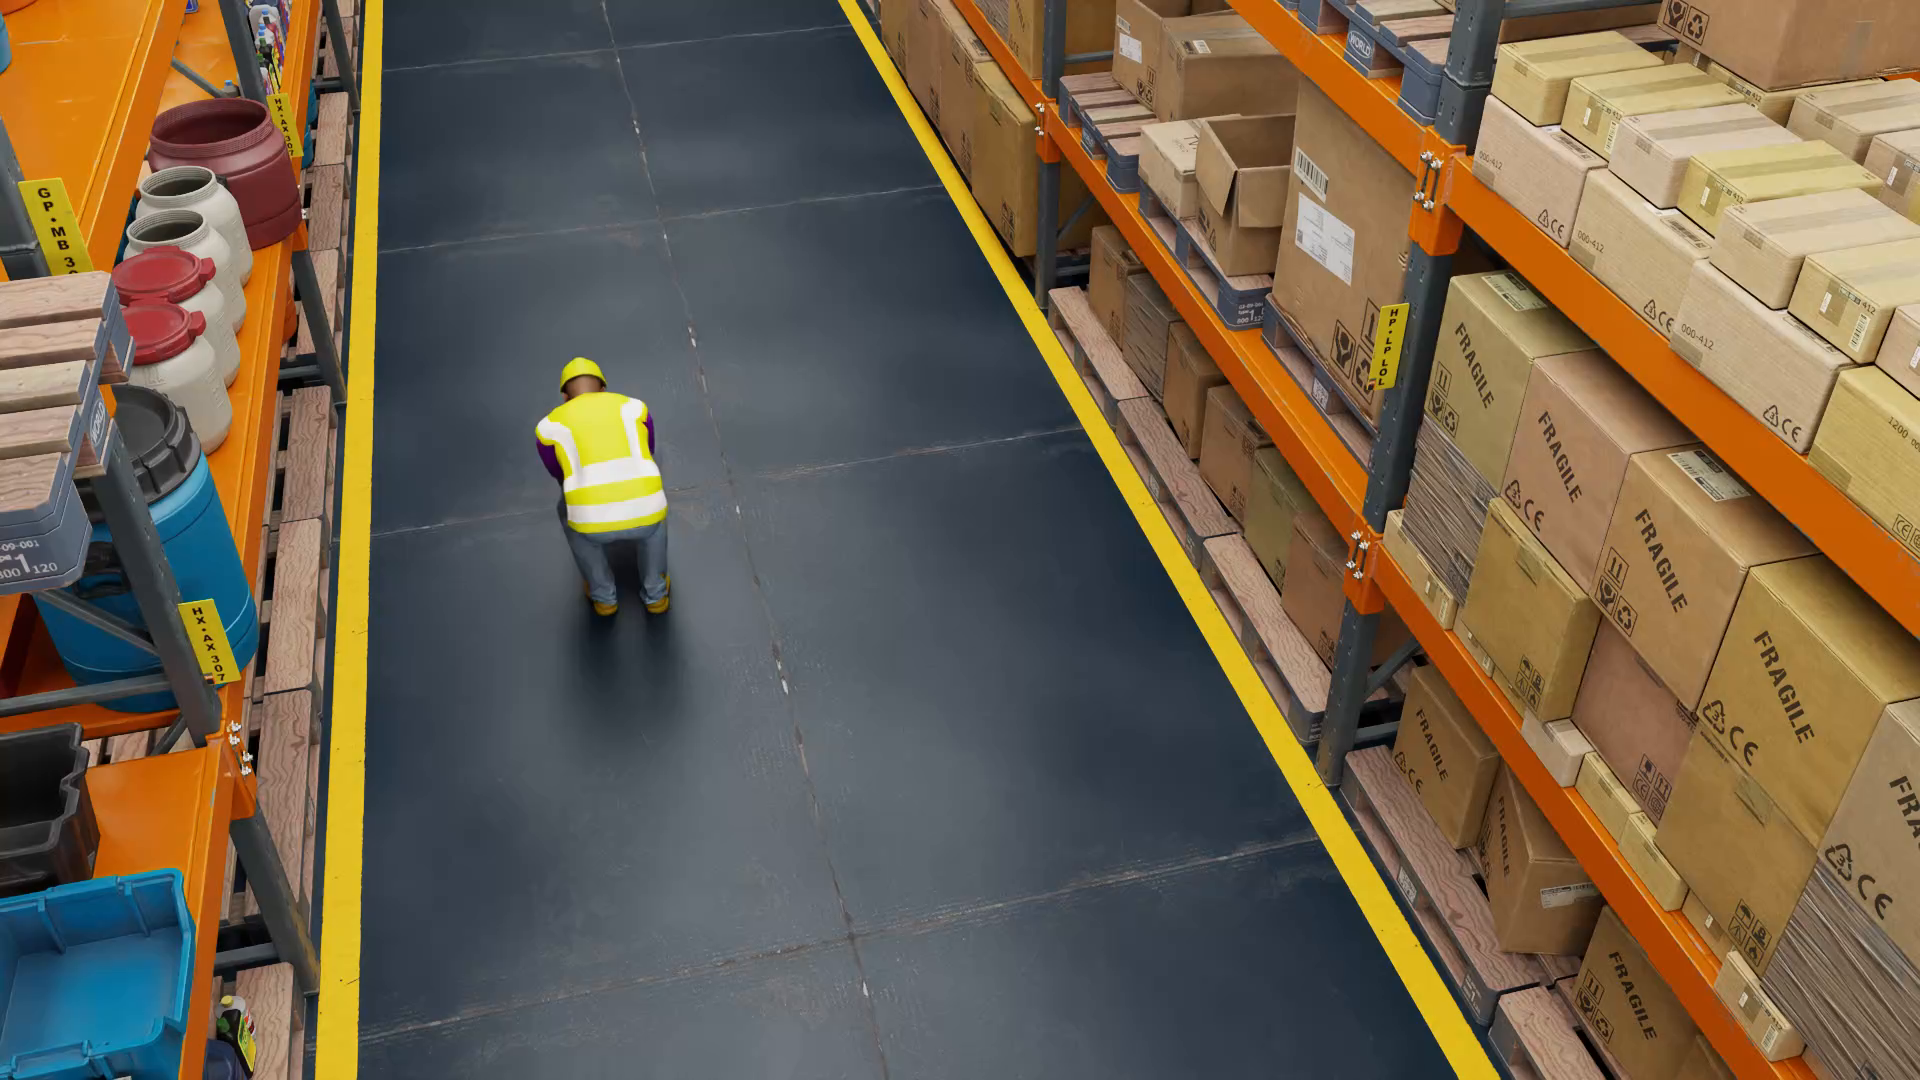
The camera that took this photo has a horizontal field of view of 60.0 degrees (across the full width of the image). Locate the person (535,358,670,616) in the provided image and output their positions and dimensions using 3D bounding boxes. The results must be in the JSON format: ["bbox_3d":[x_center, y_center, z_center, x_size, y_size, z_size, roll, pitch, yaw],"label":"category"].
[{"bbox_3d":[-1.611,-0.205,7.578,0.526,1.007,0.947,-11,39,-13],"label":"person"}]
